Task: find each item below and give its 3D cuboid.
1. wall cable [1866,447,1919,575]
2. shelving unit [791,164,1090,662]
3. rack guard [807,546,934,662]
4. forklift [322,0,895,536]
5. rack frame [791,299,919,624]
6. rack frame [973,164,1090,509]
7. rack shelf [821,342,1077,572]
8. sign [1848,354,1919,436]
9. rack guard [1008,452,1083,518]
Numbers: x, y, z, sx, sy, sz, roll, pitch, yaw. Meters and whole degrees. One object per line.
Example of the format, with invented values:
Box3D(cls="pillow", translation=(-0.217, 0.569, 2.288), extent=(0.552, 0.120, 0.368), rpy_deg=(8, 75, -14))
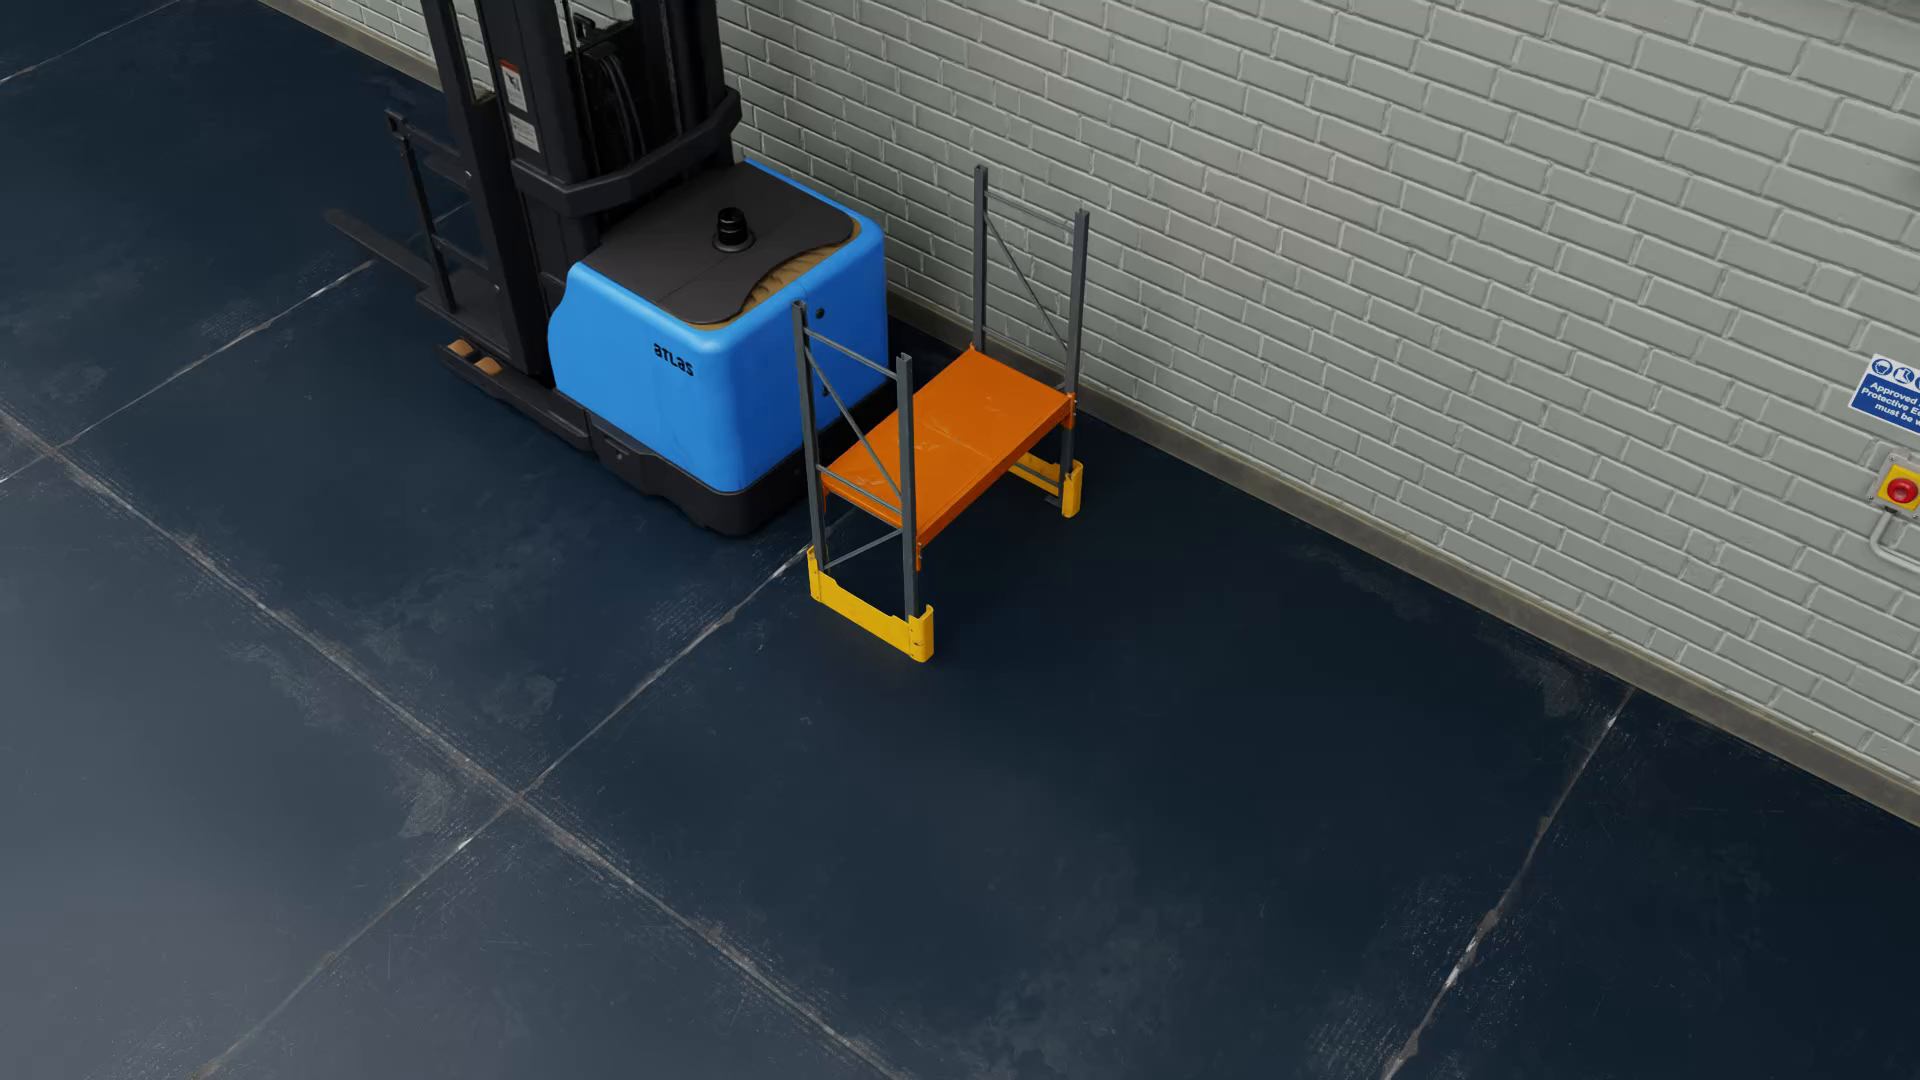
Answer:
Box3D(cls="wall cable", translation=(2.906, -0.632, 4.720), extent=(0.585, 1.953, 0.123), rpy_deg=(29, 53, 25))
Box3D(cls="shelving unit", translation=(-0.047, -0.474, 6.331), extent=(0.587, 1.500, 1.083), rpy_deg=(29, 53, 25))
Box3D(cls="rack guard", translation=(-0.351, 0.242, 6.510), extent=(0.587, 0.250, 0.087), rpy_deg=(29, 53, 25))
Box3D(cls="forklift", translation=(-1.745, -1.938, 6.739), extent=(3.031, 2.935, 1.130), rpy_deg=(31, 54, 26))
Box3D(cls="rack frame", translation=(-0.363, -0.178, 6.048), extent=(0.500, 1.500, 0.032), rpy_deg=(29, 53, 25))
Box3D(cls="rack frame", translation=(0.259, -0.760, 6.604), extent=(0.500, 1.500, 0.032), rpy_deg=(29, 53, 25))
Box3D(cls="rack shelf", translation=(-0.052, -0.345, 6.456), extent=(0.538, 0.185, 1.000), rpy_deg=(29, 53, 25))
Box3D(cls="sign", translation=(2.905, -0.420, 5.055), extent=(0.327, 0.218, 0.001), rpy_deg=(29, 53, 25))
Box3D(cls="rack guard", translation=(0.258, -0.328, 7.055), extent=(0.587, 0.250, 0.087), rpy_deg=(29, 53, 25))
